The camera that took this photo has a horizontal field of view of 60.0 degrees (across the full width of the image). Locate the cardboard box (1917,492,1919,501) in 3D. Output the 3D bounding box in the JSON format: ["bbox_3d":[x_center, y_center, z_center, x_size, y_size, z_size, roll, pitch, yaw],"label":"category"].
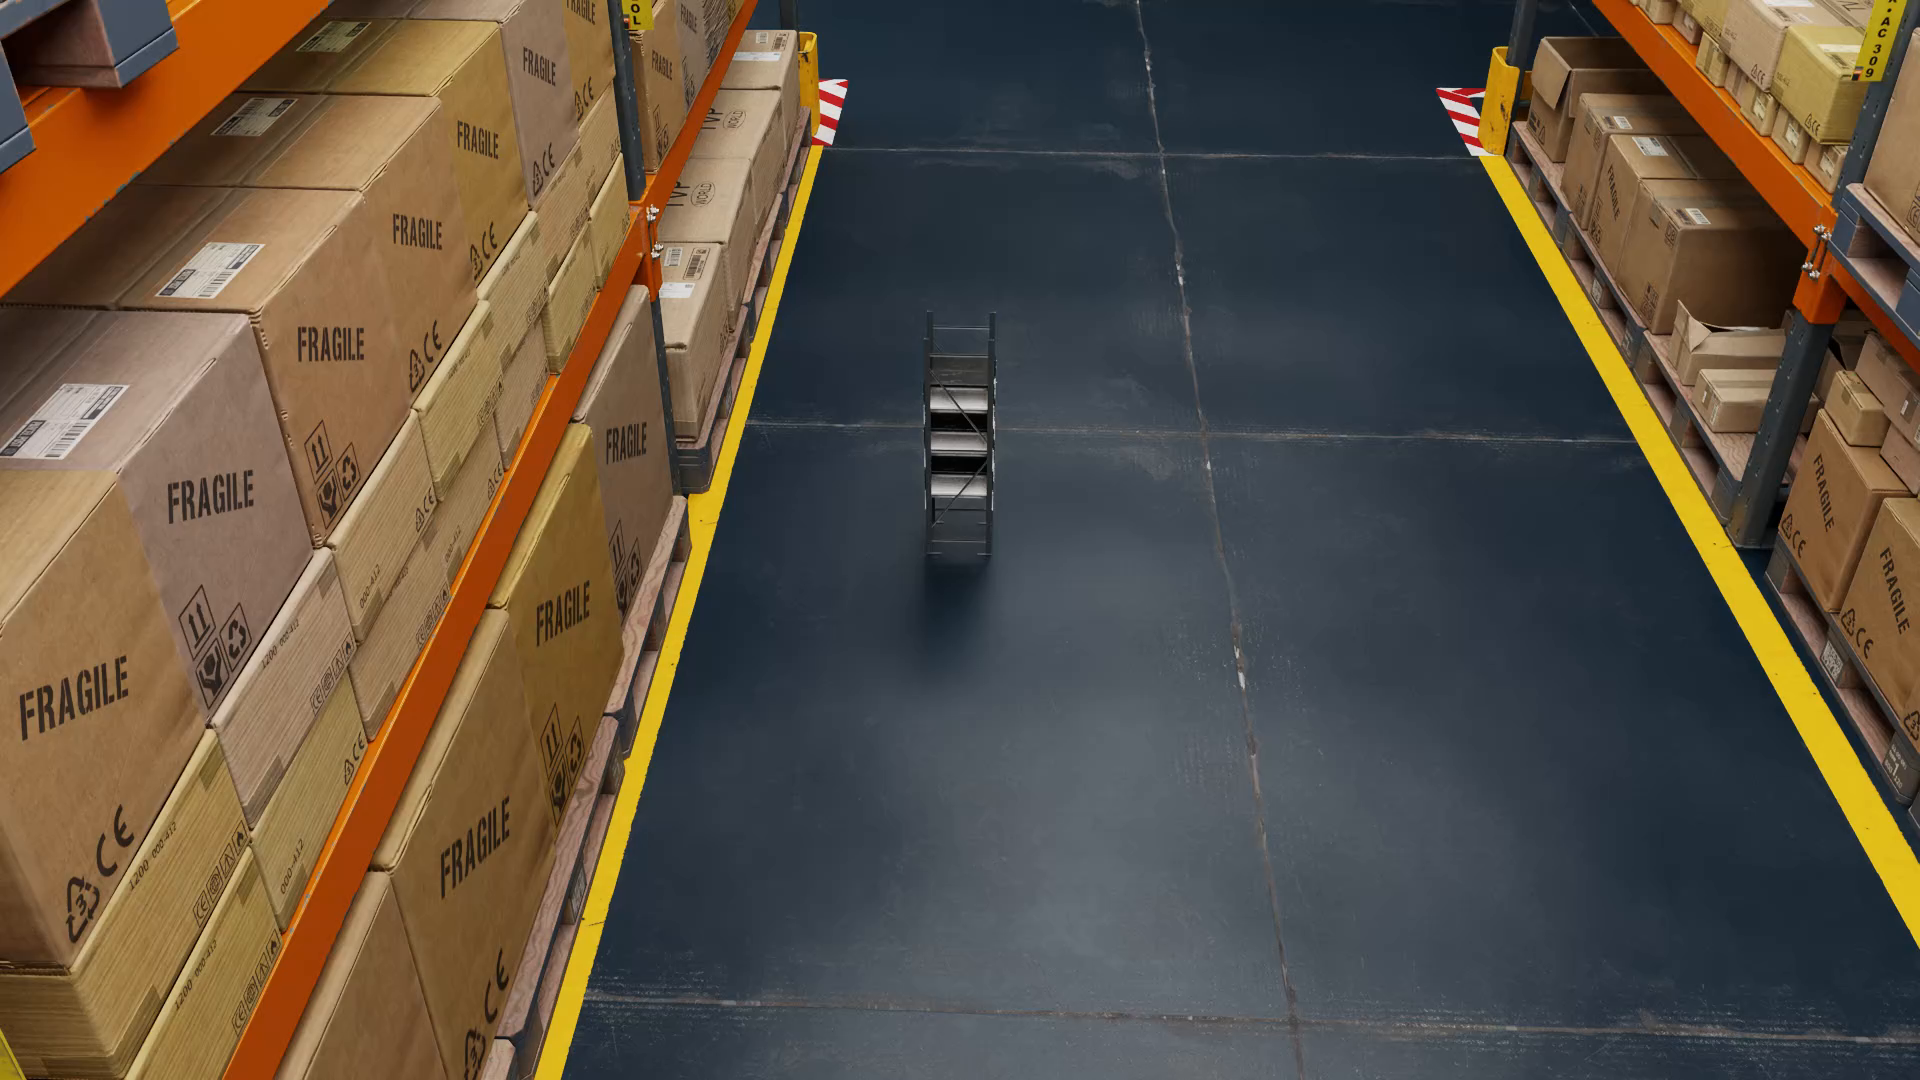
[{"bbox_3d":[3.179,-0.120,5.057,0.380,0.149,0.250,0,35,-1],"label":"cardboard box"}]

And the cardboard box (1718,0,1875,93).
[{"bbox_3d":[3.174,-1.861,6.161,0.500,0.250,0.500,1,35,2],"label":"cardboard box"}]

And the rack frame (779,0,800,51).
[{"bbox_3d":[-1.407,-3.625,8.799,1.000,3.000,0.127,1,35,2],"label":"rack frame"}]

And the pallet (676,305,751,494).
[{"bbox_3d":[-1.459,-0.621,6.950,1.003,0.211,1.213,1,35,2],"label":"pallet"}]

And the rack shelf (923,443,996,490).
[{"bbox_3d":[0.000,-0.272,6.069,0.258,0.077,0.200,1,35,2],"label":"rack shelf"}]

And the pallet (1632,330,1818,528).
[{"bbox_3d":[3.420,-0.468,6.732,1.003,0.211,1.213,1,35,2],"label":"pallet"}]

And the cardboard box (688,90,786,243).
[{"bbox_3d":[-1.362,-1.841,8.124,0.875,0.438,0.875,2,35,3],"label":"cardboard box"}]

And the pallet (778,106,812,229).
[{"bbox_3d":[-1.361,-2.023,8.945,1.003,0.211,1.213,1,35,2],"label":"pallet"}]

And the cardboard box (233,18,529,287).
[{"bbox_3d":[-1.388,-0.926,4.002,0.500,0.500,0.500,2,35,3],"label":"cardboard box"}]

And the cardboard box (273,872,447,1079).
[{"bbox_3d":[-1.618,1.274,3.311,0.875,0.875,0.875,1,35,1],"label":"cardboard box"}]

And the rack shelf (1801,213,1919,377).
[{"bbox_3d":[3.311,0.229,3.941,1.077,0.370,4.000,1,35,2],"label":"rack shelf"}]

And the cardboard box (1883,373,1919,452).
[{"bbox_3d":[3.149,-0.400,5.196,0.380,0.149,0.250,0,35,0],"label":"cardboard box"}]

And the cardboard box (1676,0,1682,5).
[{"bbox_3d":[3.229,-2.443,6.989,0.500,0.250,0.500,0,35,1],"label":"cardboard box"}]

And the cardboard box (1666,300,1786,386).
[{"bbox_3d":[3.135,-0.799,6.791,0.396,0.266,0.258,3,35,4],"label":"cardboard box"}]

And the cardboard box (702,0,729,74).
[{"bbox_3d":[-1.237,-2.206,6.693,0.500,0.500,0.500,2,35,2],"label":"cardboard box"}]

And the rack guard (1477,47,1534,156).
[{"bbox_3d":[3.549,-2.446,9.296,1.175,0.500,0.348,1,35,2],"label":"rack guard"}]

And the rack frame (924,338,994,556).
[{"bbox_3d":[-0.004,-0.314,5.915,0.240,0.900,0.006,1,35,2],"label":"rack frame"}]

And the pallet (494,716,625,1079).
[{"bbox_3d":[-1.570,0.962,4.698,1.003,0.211,1.213,1,35,2],"label":"pallet"}]

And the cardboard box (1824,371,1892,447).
[{"bbox_3d":[3.112,-0.429,5.496,0.380,0.149,0.250,3,35,4],"label":"cardboard box"}]

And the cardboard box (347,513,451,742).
[{"bbox_3d":[-1.428,0.161,3.543,0.500,0.250,0.500,2,35,3],"label":"cardboard box"}]

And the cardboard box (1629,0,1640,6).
[{"bbox_3d":[3.164,-2.488,7.400,0.380,0.149,0.250,0,35,1],"label":"cardboard box"}]

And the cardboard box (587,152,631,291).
[{"bbox_3d":[-1.334,-1.002,5.197,0.500,0.250,0.500,1,35,1],"label":"cardboard box"}]

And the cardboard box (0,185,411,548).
[{"bbox_3d":[-1.418,-0.338,3.166,0.500,0.500,0.500,2,35,3],"label":"cardboard box"}]

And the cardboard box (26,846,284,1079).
[{"bbox_3d":[-1.458,0.757,2.694,0.500,0.250,0.500,1,35,1],"label":"cardboard box"}]

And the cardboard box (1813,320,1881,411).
[{"bbox_3d":[3.654,-0.660,6.554,0.500,0.311,0.500,3,35,4],"label":"cardboard box"}]

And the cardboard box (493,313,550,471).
[{"bbox_3d":[-1.395,-0.420,4.369,0.500,0.250,0.500,0,35,1],"label":"cardboard box"}]

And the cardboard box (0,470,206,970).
[{"bbox_3d":[-1.465,0.244,2.338,0.500,0.500,0.500,0,35,0],"label":"cardboard box"}]

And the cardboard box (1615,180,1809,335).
[{"bbox_3d":[3.318,-1.226,7.194,0.700,0.500,0.500,0,35,0],"label":"cardboard box"}]

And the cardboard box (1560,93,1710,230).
[{"bbox_3d":[3.360,-1.822,8.043,0.700,0.500,0.500,3,35,4],"label":"cardboard box"}]

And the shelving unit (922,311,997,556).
[{"bbox_3d":[0.000,-0.373,5.998,0.258,0.900,0.210,1,35,2],"label":"shelving unit"}]

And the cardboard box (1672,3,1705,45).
[{"bbox_3d":[3.232,-2.187,6.971,0.380,0.149,0.250,1,35,2],"label":"cardboard box"}]

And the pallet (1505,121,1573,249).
[{"bbox_3d":[3.518,-1.870,8.727,1.003,0.211,1.213,1,35,2],"label":"pallet"}]

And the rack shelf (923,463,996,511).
[{"bbox_3d":[0.000,-0.198,6.121,0.258,0.077,0.200,1,35,2],"label":"rack shelf"}]

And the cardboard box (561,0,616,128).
[{"bbox_3d":[-1.335,-1.514,4.839,0.500,0.500,0.500,2,35,3],"label":"cardboard box"}]

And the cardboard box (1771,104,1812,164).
[{"bbox_3d":[3.141,-1.451,5.924,0.380,0.149,0.250,2,35,3],"label":"cardboard box"}]

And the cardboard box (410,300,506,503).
[{"bbox_3d":[-1.374,-0.331,3.808,0.500,0.250,0.500,2,35,3],"label":"cardboard box"}]

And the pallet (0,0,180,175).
[{"bbox_3d":[-1.756,-0.550,1.979,1.213,0.211,1.003,3,35,4],"label":"pallet"}]

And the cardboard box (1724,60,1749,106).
[{"bbox_3d":[3.165,-1.751,6.351,0.380,0.149,0.250,2,35,3],"label":"cardboard box"}]

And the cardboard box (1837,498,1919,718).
[{"bbox_3d":[3.136,0.216,5.143,0.500,0.500,0.500,1,35,1],"label":"cardboard box"}]

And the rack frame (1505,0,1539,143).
[{"bbox_3d":[3.552,-3.512,8.639,1.000,3.000,0.127,1,35,2],"label":"rack frame"}]

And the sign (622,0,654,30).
[{"bbox_3d":[-1.025,-1.761,5.209,0.100,0.325,0.005,1,35,2],"label":"sign"}]

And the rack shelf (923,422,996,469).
[{"bbox_3d":[0.000,-0.346,6.017,0.258,0.077,0.200,1,35,2],"label":"rack shelf"}]

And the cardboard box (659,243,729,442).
[{"bbox_3d":[-1.436,-0.808,6.655,0.875,0.438,0.875,1,35,1],"label":"cardboard box"}]

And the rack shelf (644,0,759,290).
[{"bbox_3d":[-1.488,-2.181,7.371,1.077,0.370,4.000,1,35,2],"label":"rack shelf"}]

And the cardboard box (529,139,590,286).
[{"bbox_3d":[-1.355,-0.924,4.651,0.500,0.250,0.500,2,35,3],"label":"cardboard box"}]

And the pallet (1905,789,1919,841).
[{"bbox_3d":[3.351,1.098,4.505,1.003,0.211,1.213,1,35,2],"label":"pallet"}]

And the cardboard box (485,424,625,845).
[{"bbox_3d":[-1.542,0.248,4.771,0.875,0.875,0.875,2,35,3],"label":"cardboard box"}]

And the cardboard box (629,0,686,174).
[{"bbox_3d":[-1.288,-1.631,5.875,0.500,0.500,0.500,2,35,3],"label":"cardboard box"}]

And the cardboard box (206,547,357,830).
[{"bbox_3d":[-1.440,0.246,2.987,0.500,0.250,0.500,2,35,3],"label":"cardboard box"}]
